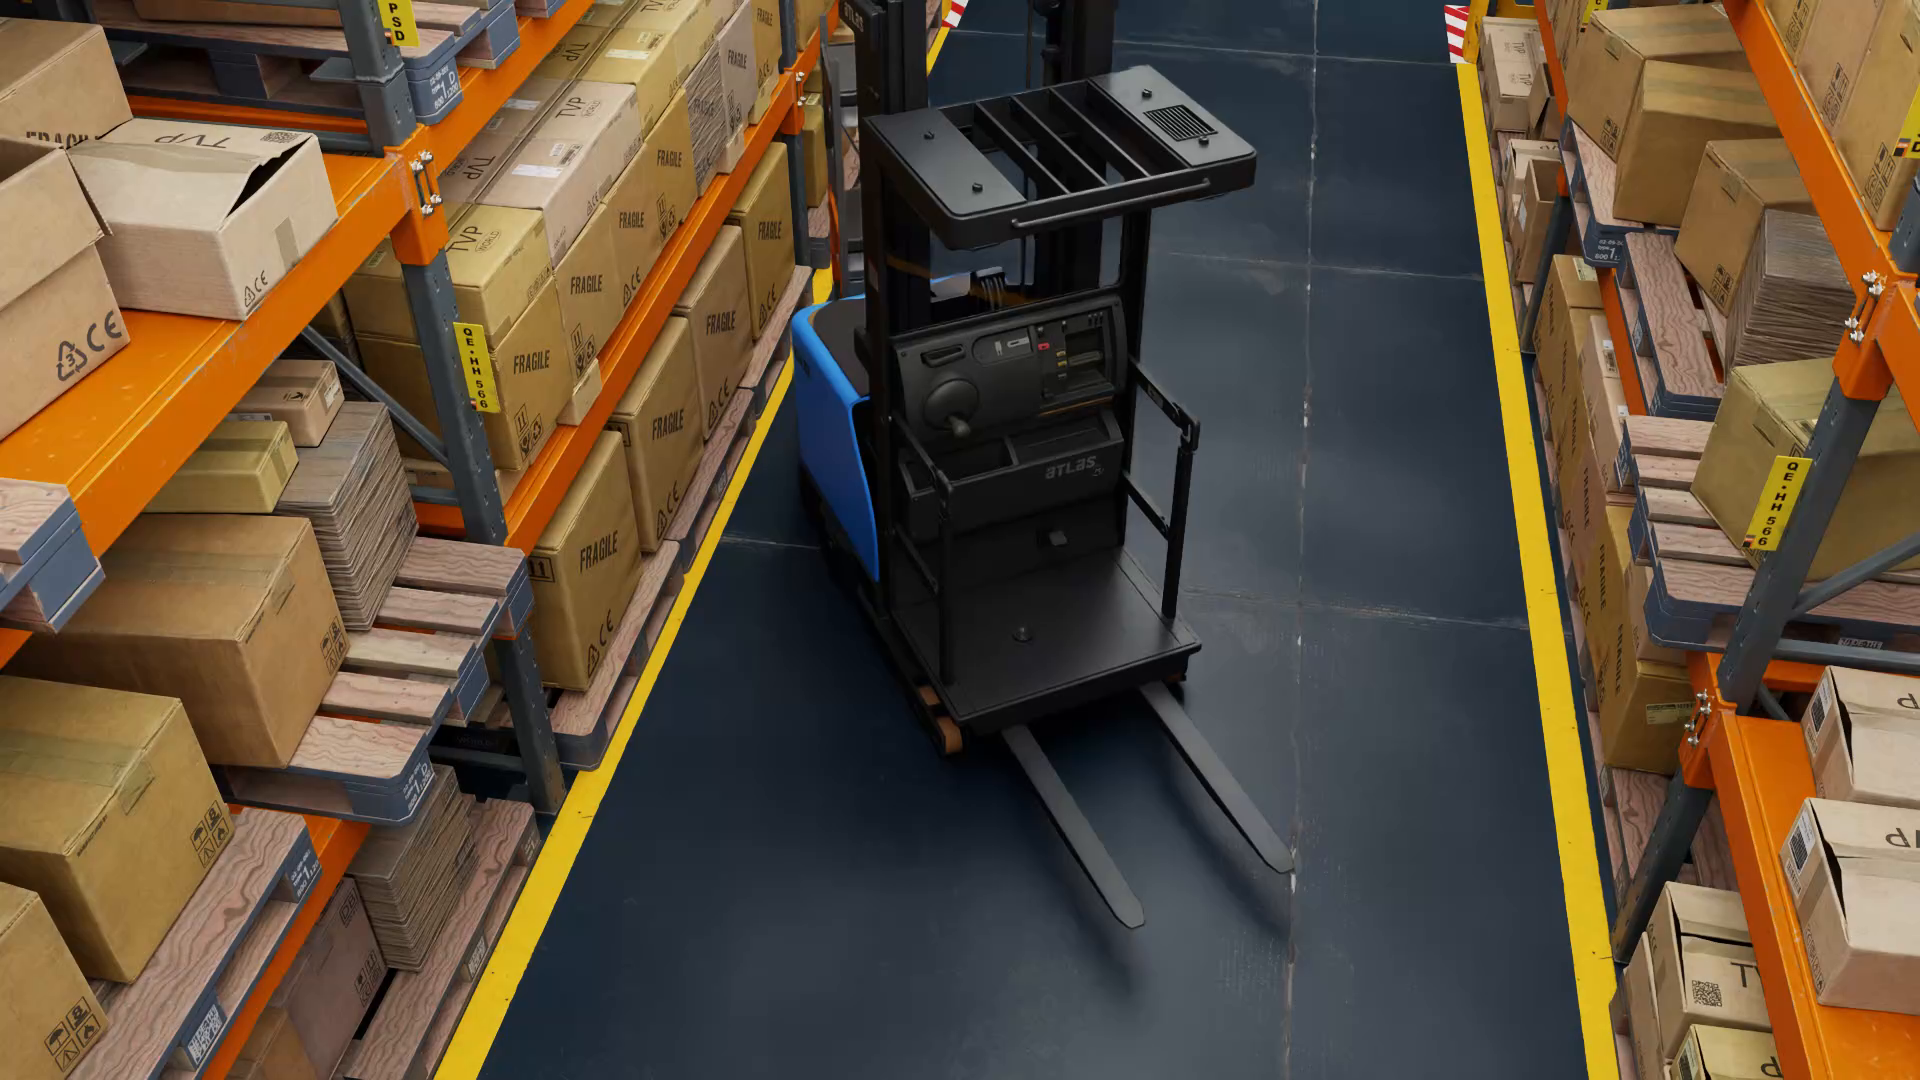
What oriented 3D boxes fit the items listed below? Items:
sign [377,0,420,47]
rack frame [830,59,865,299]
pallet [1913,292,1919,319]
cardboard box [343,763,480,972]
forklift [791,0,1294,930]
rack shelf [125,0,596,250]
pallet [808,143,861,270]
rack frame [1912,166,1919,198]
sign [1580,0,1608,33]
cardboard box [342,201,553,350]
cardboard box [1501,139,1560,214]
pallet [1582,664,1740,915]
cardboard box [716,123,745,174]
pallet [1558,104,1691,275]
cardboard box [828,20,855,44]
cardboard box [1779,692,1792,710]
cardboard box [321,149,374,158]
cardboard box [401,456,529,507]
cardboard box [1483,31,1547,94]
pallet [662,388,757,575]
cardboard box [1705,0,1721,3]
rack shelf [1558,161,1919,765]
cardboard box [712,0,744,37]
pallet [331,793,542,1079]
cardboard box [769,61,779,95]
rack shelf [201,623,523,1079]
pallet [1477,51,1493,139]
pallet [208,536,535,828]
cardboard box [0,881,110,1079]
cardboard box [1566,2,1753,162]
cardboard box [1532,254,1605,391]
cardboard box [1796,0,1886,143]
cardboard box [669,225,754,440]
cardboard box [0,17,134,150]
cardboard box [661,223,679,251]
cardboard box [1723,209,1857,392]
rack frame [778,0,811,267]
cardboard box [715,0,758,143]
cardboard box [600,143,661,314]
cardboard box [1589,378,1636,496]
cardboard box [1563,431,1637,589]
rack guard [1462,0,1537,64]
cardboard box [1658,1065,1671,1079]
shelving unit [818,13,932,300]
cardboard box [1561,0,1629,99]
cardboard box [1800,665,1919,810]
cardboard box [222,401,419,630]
[{"bbox_3d":[-1.514,-1.468,4.412,0.100,0.325,0.005,6,40,8],"label":"sign"},{"bbox_3d":[-0.337,-1.182,7.532,0.400,2.100,0.015,-6,40,-7],"label":"rack frame"},{"bbox_3d":[2.803,-0.278,3.526,1.213,0.211,1.003,8,40,10],"label":"pallet"},{"bbox_3d":[-2.121,1.077,5.709,0.700,0.500,0.500,7,40,8],"label":"cardboard box"},{"bbox_3d":[0.293,-0.577,6.147,1.130,2.935,3.031,-16,42,-18],"label":"forklift"},{"bbox_3d":[-1.702,-2.308,6.398,1.077,0.370,4.000,6,40,8],"label":"rack shelf"},{"bbox_3d":[-1.147,-2.078,10.098,1.003,0.211,1.213,6,40,8],"label":"pallet"},{"bbox_3d":[2.832,-1.942,3.037,1.000,3.000,0.127,6,40,8],"label":"rack frame"},{"bbox_3d":[2.988,-2.529,7.776,0.100,0.325,0.005,6,40,8],"label":"sign"},{"bbox_3d":[-1.710,-0.898,5.567,0.500,0.250,0.500,7,40,9],"label":"cardboard box"},{"bbox_3d":[3.473,-2.133,9.741,0.500,0.311,0.500,6,40,8],"label":"cardboard box"},{"bbox_3d":[2.998,0.980,6.399,1.003,0.211,1.213,6,40,8],"label":"pallet"},{"bbox_3d":[-1.233,-1.861,7.828,0.380,0.149,0.250,6,40,8],"label":"cardboard box"},{"bbox_3d":[3.278,-1.577,7.454,1.003,0.211,1.213,6,40,8],"label":"pallet"},{"bbox_3d":[-0.796,-3.113,10.285,0.380,0.149,0.250,5,40,6],"label":"cardboard box"},{"bbox_3d":[3.277,0.580,6.310,0.500,0.500,0.500,5,40,6],"label":"cardboard box"},{"bbox_3d":[-2.131,-1.262,6.006,0.500,0.250,0.500,5,40,6],"label":"cardboard box"},{"bbox_3d":[-1.763,-0.266,5.899,0.380,0.149,0.250,6,40,7],"label":"cardboard box"},{"bbox_3d":[3.756,-3.137,11.003,0.500,0.250,0.500,6,40,8],"label":"cardboard box"},{"bbox_3d":[-1.624,-0.349,8.007,1.003,0.211,1.213,6,40,8],"label":"pallet"},{"bbox_3d":[3.883,-2.829,7.955,0.500,0.500,0.500,7,40,9],"label":"cardboard box"},{"bbox_3d":[3.178,-0.608,6.696,1.077,0.370,4.000,6,40,8],"label":"rack shelf"},{"bbox_3d":[-1.282,-2.493,7.495,0.500,0.250,0.500,7,40,9],"label":"cardboard box"},{"bbox_3d":[-2.184,1.391,5.902,1.003,0.211,1.213,6,40,8],"label":"pallet"},{"bbox_3d":[-1.135,-2.352,8.422,0.380,0.149,0.250,7,40,8],"label":"cardboard box"},{"bbox_3d":[-2.394,1.358,4.317,1.077,0.370,4.000,6,40,8],"label":"rack shelf"},{"bbox_3d":[4.066,-3.028,11.247,1.003,0.211,1.213,6,40,8],"label":"pallet"},{"bbox_3d":[-2.066,0.359,5.112,1.213,0.211,1.003,6,40,8],"label":"pallet"},{"bbox_3d":[-2.431,1.046,3.707,0.700,0.500,0.500,12,41,14],"label":"cardboard box"},{"bbox_3d":[3.222,-2.068,7.489,0.700,0.500,0.500,-6,40,-7],"label":"cardboard box"},{"bbox_3d":[3.200,-1.070,8.306,0.500,0.500,0.500,5,40,6],"label":"cardboard box"},{"bbox_3d":[2.963,-1.422,4.684,0.910,0.500,0.500,6,40,8],"label":"cardboard box"},{"bbox_3d":[-1.491,-1.037,8.008,0.750,0.750,0.750,8,40,9],"label":"cardboard box"},{"bbox_3d":[-2.399,-0.950,4.097,0.500,0.500,0.500,6,40,8],"label":"cardboard box"},{"bbox_3d":[-1.455,-1.394,7.263,0.380,0.149,0.250,8,40,9],"label":"cardboard box"},{"bbox_3d":[3.176,-0.791,5.945,0.700,0.500,0.500,14,42,16],"label":"cardboard box"},{"bbox_3d":[-1.355,-2.684,8.643,1.000,3.000,0.127,6,40,8],"label":"rack frame"},{"bbox_3d":[-1.266,-2.206,7.737,0.500,0.500,0.500,7,40,8],"label":"cardboard box"},{"bbox_3d":[-1.525,-1.250,6.581,0.500,0.500,0.500,6,40,7],"label":"cardboard box"},{"bbox_3d":[2.941,-0.416,6.928,0.500,0.250,0.500,6,40,7],"label":"cardboard box"},{"bbox_3d":[2.937,-0.104,7.138,0.500,0.500,0.500,5,40,6],"label":"cardboard box"},{"bbox_3d":[4.203,-3.640,11.760,1.175,0.500,0.348,6,40,8],"label":"rack guard"},{"bbox_3d":[2.366,1.880,4.951,0.500,0.250,0.500,5,40,6],"label":"cardboard box"},{"bbox_3d":[-0.375,-1.336,7.718,0.431,2.100,0.503,-6,40,-7],"label":"shelving unit"},{"bbox_3d":[3.358,-2.521,8.367,0.500,0.500,0.500,7,40,8],"label":"cardboard box"},{"bbox_3d":[2.726,0.628,4.707,0.500,0.311,0.500,9,40,10],"label":"cardboard box"},{"bbox_3d":[-2.119,-0.086,5.076,0.700,0.500,0.500,2,40,2],"label":"cardboard box"}]
